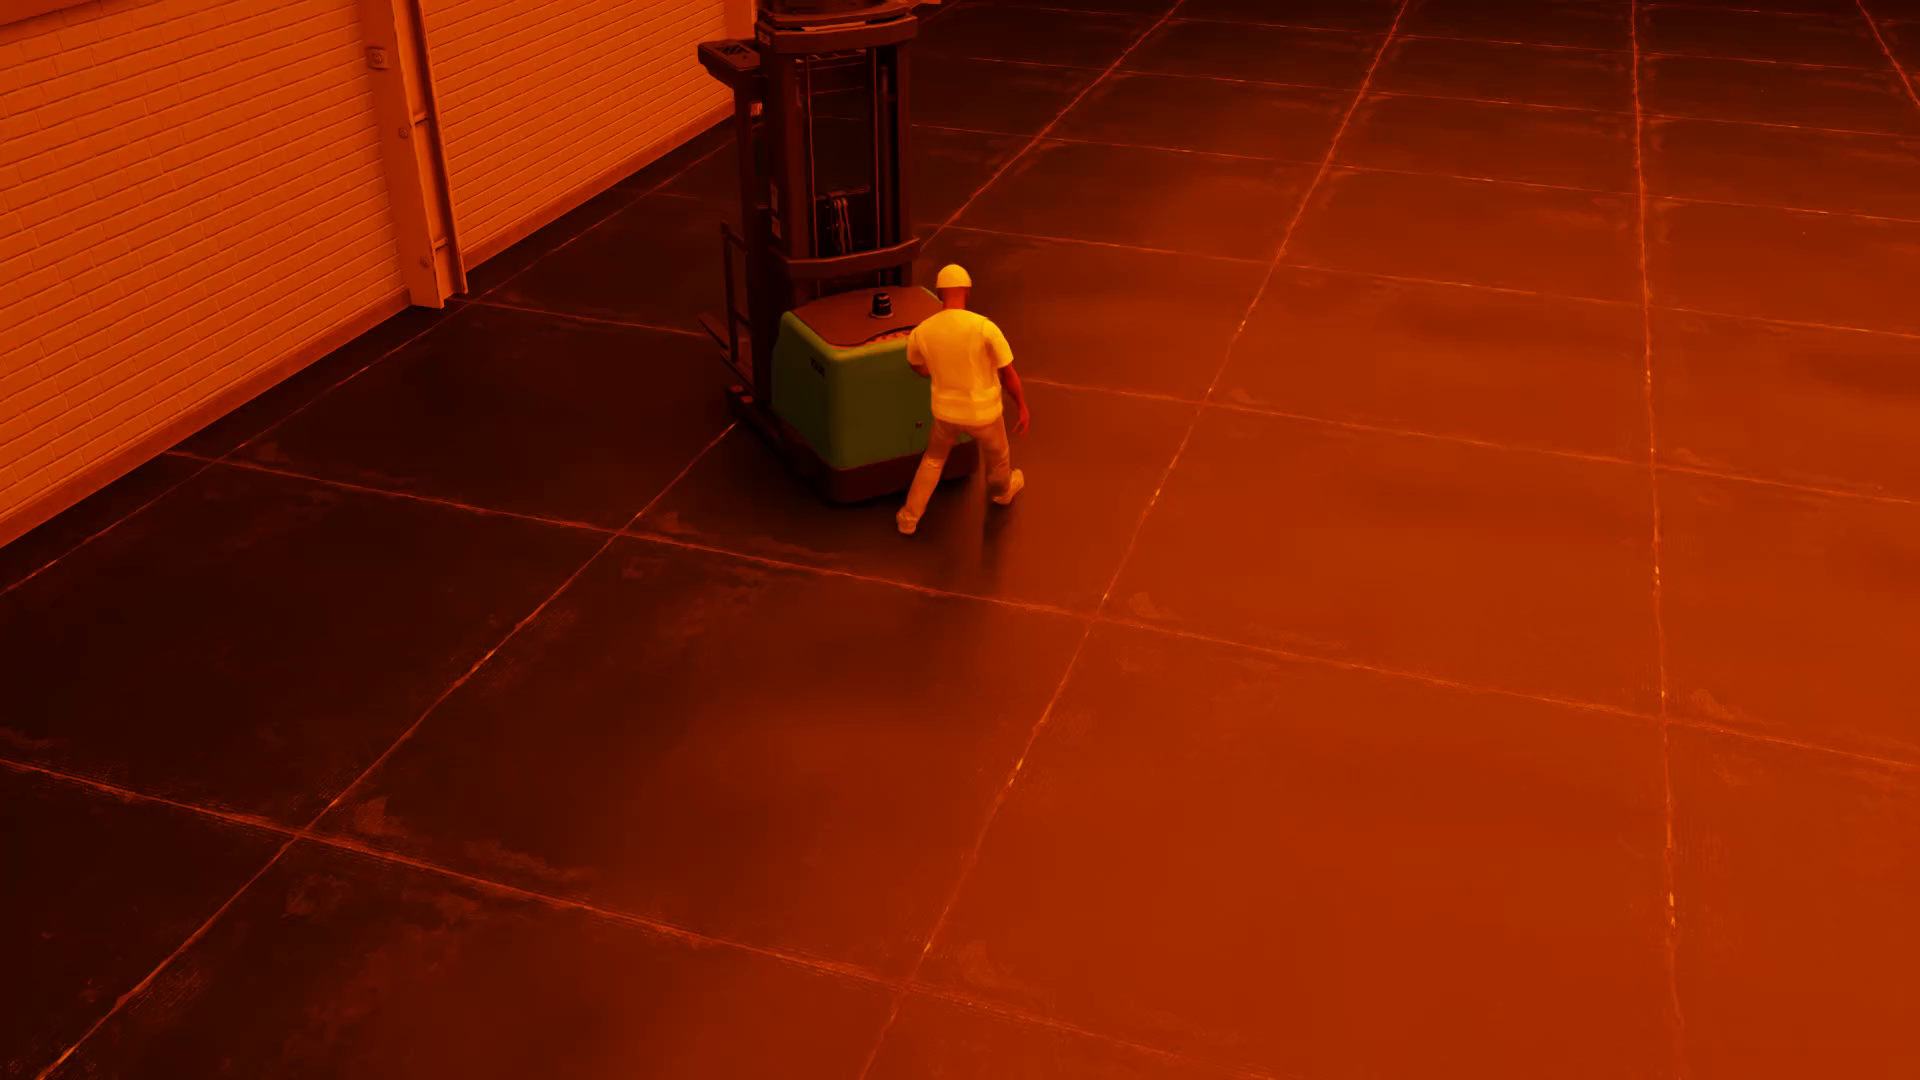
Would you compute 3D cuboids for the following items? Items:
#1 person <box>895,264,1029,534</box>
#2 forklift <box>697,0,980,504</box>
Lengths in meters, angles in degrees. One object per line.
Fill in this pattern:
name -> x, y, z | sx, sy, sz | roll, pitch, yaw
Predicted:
person -> 0.079, -0.886, 9.973 | 0.835, 1.670, 0.880 | 11, 31, 18
forklift -> -1.000, -2.203, 11.002 | 1.130, 2.935, 3.031 | -14, 33, -24
